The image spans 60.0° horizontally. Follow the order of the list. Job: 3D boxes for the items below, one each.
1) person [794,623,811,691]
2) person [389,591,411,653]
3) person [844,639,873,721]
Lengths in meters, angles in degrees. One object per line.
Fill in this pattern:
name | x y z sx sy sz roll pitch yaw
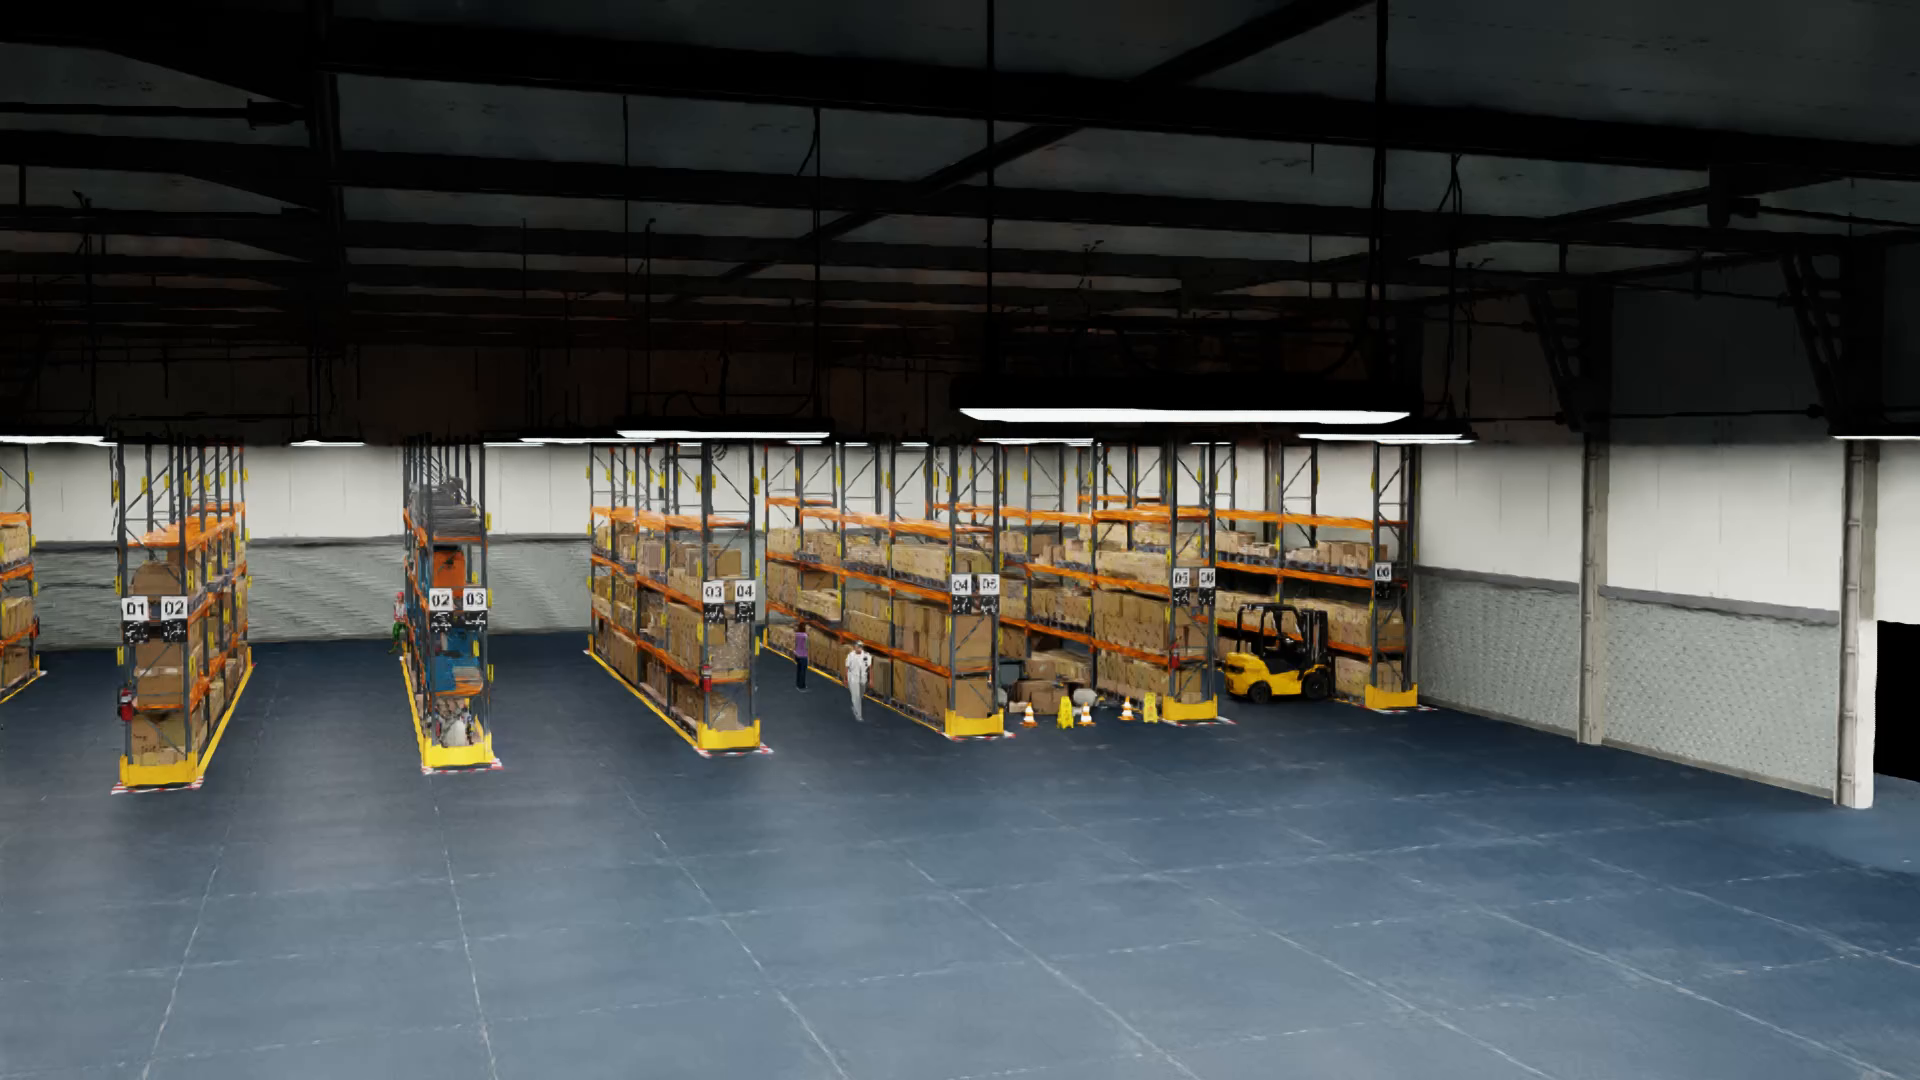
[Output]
person | -3.702 2.741 39.158 0.469 1.601 0.399 2 4 38
person | -15.633 2.283 46.610 0.591 1.746 0.985 0 3 2
person | -2.113 2.925 34.952 0.556 1.709 1.040 -1 3 -21
